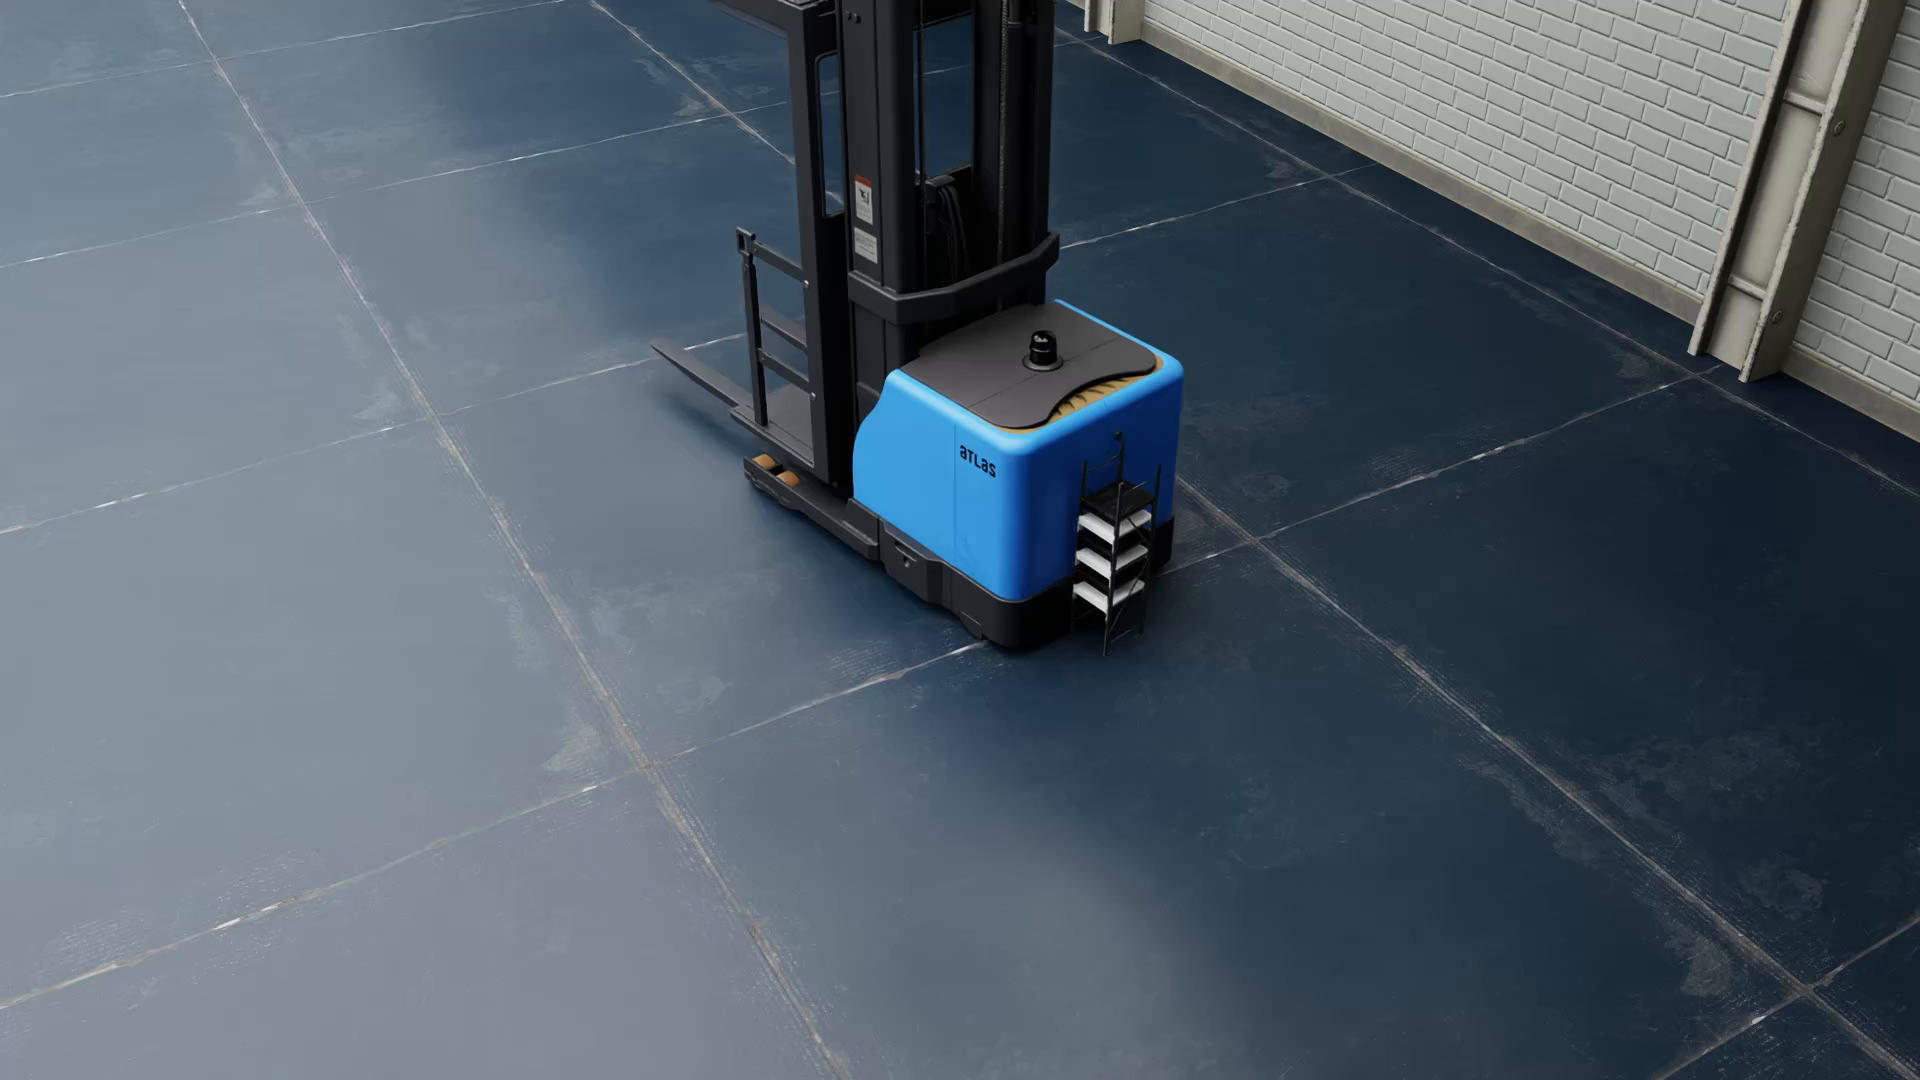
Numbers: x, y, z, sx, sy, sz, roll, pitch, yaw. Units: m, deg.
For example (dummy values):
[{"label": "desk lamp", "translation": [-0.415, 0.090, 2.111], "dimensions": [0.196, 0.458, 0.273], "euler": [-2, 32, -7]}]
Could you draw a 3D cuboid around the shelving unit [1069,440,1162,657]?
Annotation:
[{"label": "shelving unit", "translation": [0.640, 0.046, 6.919], "dimensions": [0.258, 0.900, 0.210], "euler": [-28, 46, -33]}]

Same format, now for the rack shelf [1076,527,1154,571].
[{"label": "rack shelf", "translation": [0.641, 0.001, 6.885], "dimensions": [0.258, 0.077, 0.200], "euler": [-28, 46, -33]}]

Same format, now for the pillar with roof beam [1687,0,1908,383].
[{"label": "pillar with roof beam", "translation": [0.519, -3.342, 4.697], "dimensions": [9.100, 9.000, 0.400], "euler": [-19, 40, -24]}]

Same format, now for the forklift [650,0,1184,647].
[{"label": "forklift", "translation": [-0.395, -1.522, 7.349], "dimensions": [1.130, 2.935, 3.031], "euler": [-28, 44, -32]}]

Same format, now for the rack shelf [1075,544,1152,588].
[{"label": "rack shelf", "translation": [0.640, 0.073, 6.939], "dimensions": [0.258, 0.077, 0.200], "euler": [-28, 46, -33]}]

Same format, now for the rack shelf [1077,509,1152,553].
[{"label": "rack shelf", "translation": [0.643, -0.070, 6.830], "dimensions": [0.258, 0.077, 0.200], "euler": [-28, 46, -33]}]

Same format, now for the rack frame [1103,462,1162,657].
[{"label": "rack frame", "translation": [0.708, 0.093, 6.859], "dimensions": [0.240, 0.900, 0.006], "euler": [-28, 46, -33]}]

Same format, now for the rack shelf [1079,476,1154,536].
[{"label": "rack shelf", "translation": [0.645, -0.142, 6.775], "dimensions": [0.258, 0.077, 0.200], "euler": [-28, 46, -33]}]

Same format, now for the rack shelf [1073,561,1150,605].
[{"label": "rack shelf", "translation": [0.638, 0.144, 6.994], "dimensions": [0.258, 0.077, 0.200], "euler": [-28, 46, -33]}]

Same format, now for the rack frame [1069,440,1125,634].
[{"label": "rack frame", "translation": [0.572, -0.001, 6.978], "dimensions": [0.240, 0.900, 0.006], "euler": [-28, 46, -33]}]

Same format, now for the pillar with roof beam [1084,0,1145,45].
[{"label": "pillar with roof beam", "translation": [-2.496, -6.402, 8.886], "dimensions": [9.100, 9.000, 0.400], "euler": [-19, 40, -24]}]

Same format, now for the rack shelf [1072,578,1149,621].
[{"label": "rack shelf", "translation": [0.636, 0.216, 7.048], "dimensions": [0.258, 0.077, 0.200], "euler": [-28, 46, -33]}]
